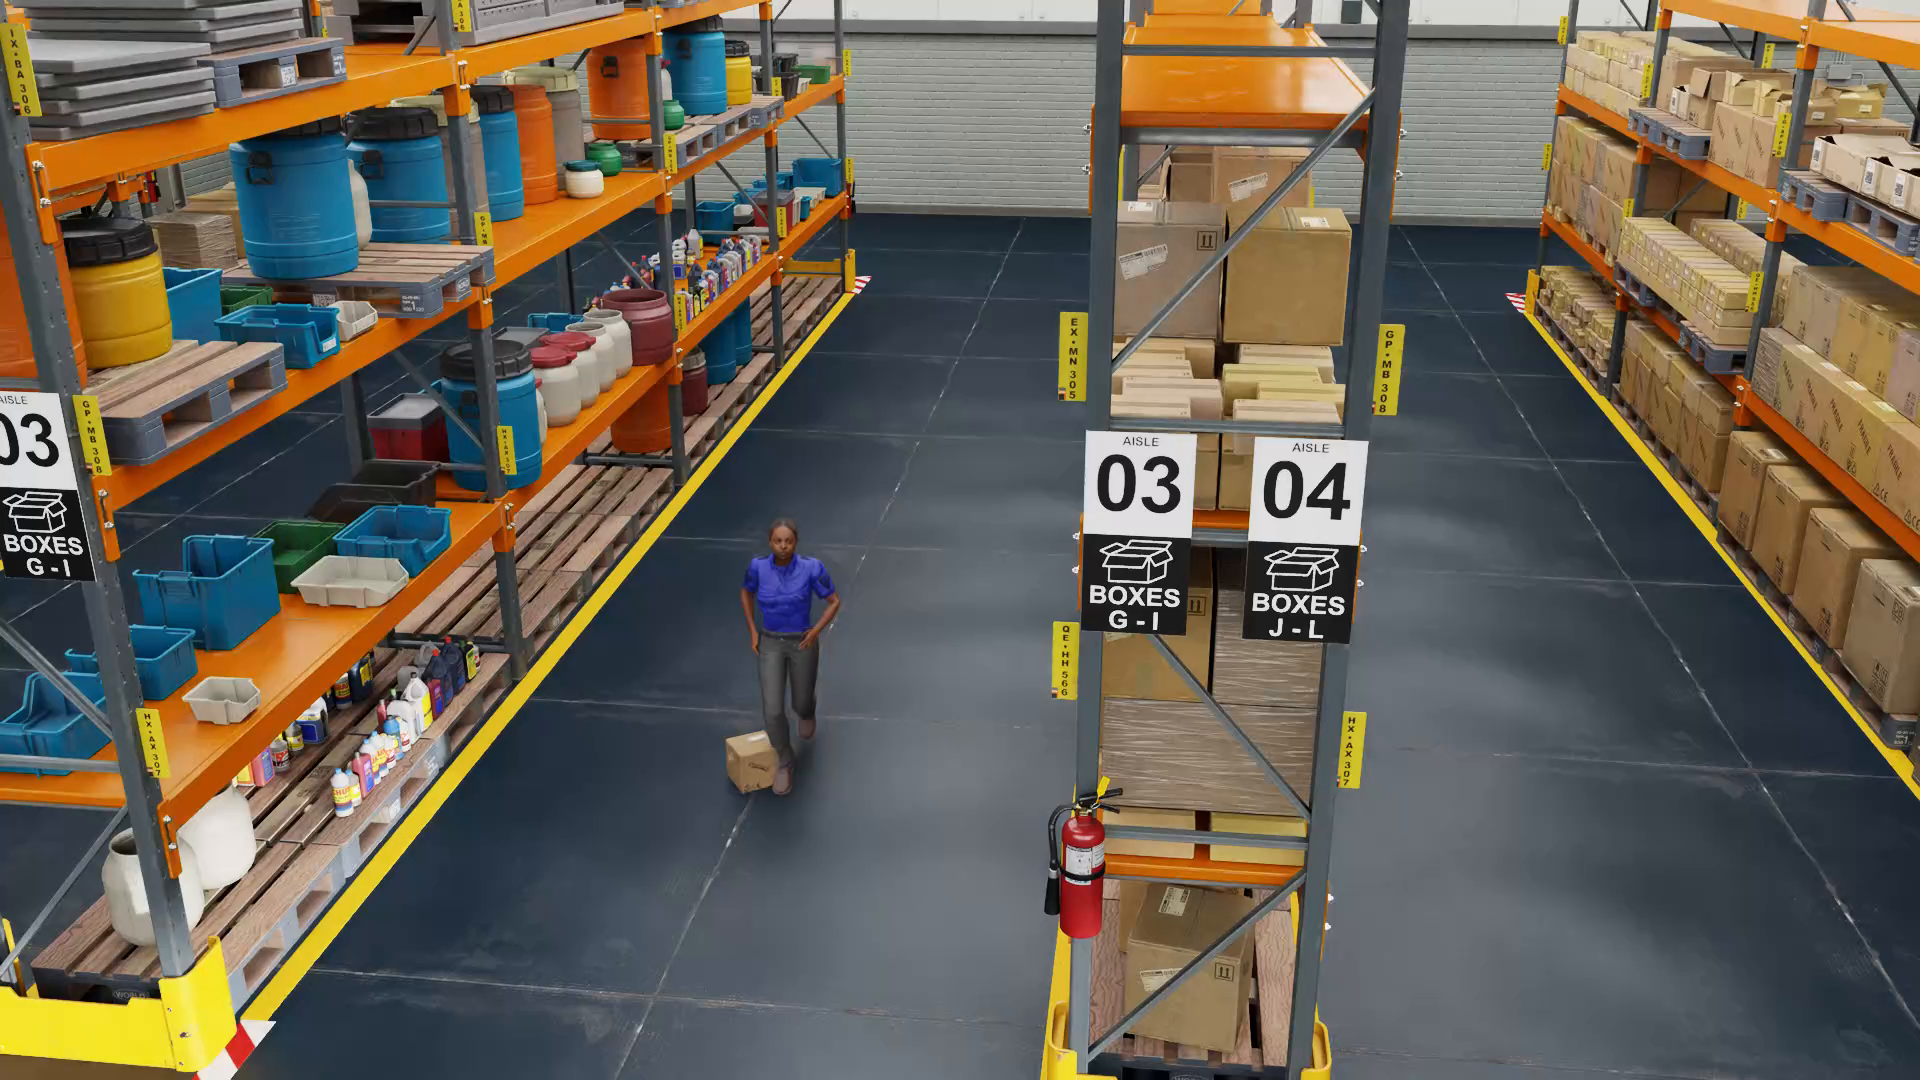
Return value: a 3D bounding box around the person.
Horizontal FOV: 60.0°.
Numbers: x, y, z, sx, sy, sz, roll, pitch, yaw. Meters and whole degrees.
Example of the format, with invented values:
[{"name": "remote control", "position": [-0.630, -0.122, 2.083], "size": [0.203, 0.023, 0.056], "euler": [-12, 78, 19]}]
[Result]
[{"name": "person", "position": [-1.006, 0.627, 9.931], "size": [0.605, 1.653, 0.750], "euler": [0, 21, 0]}]
